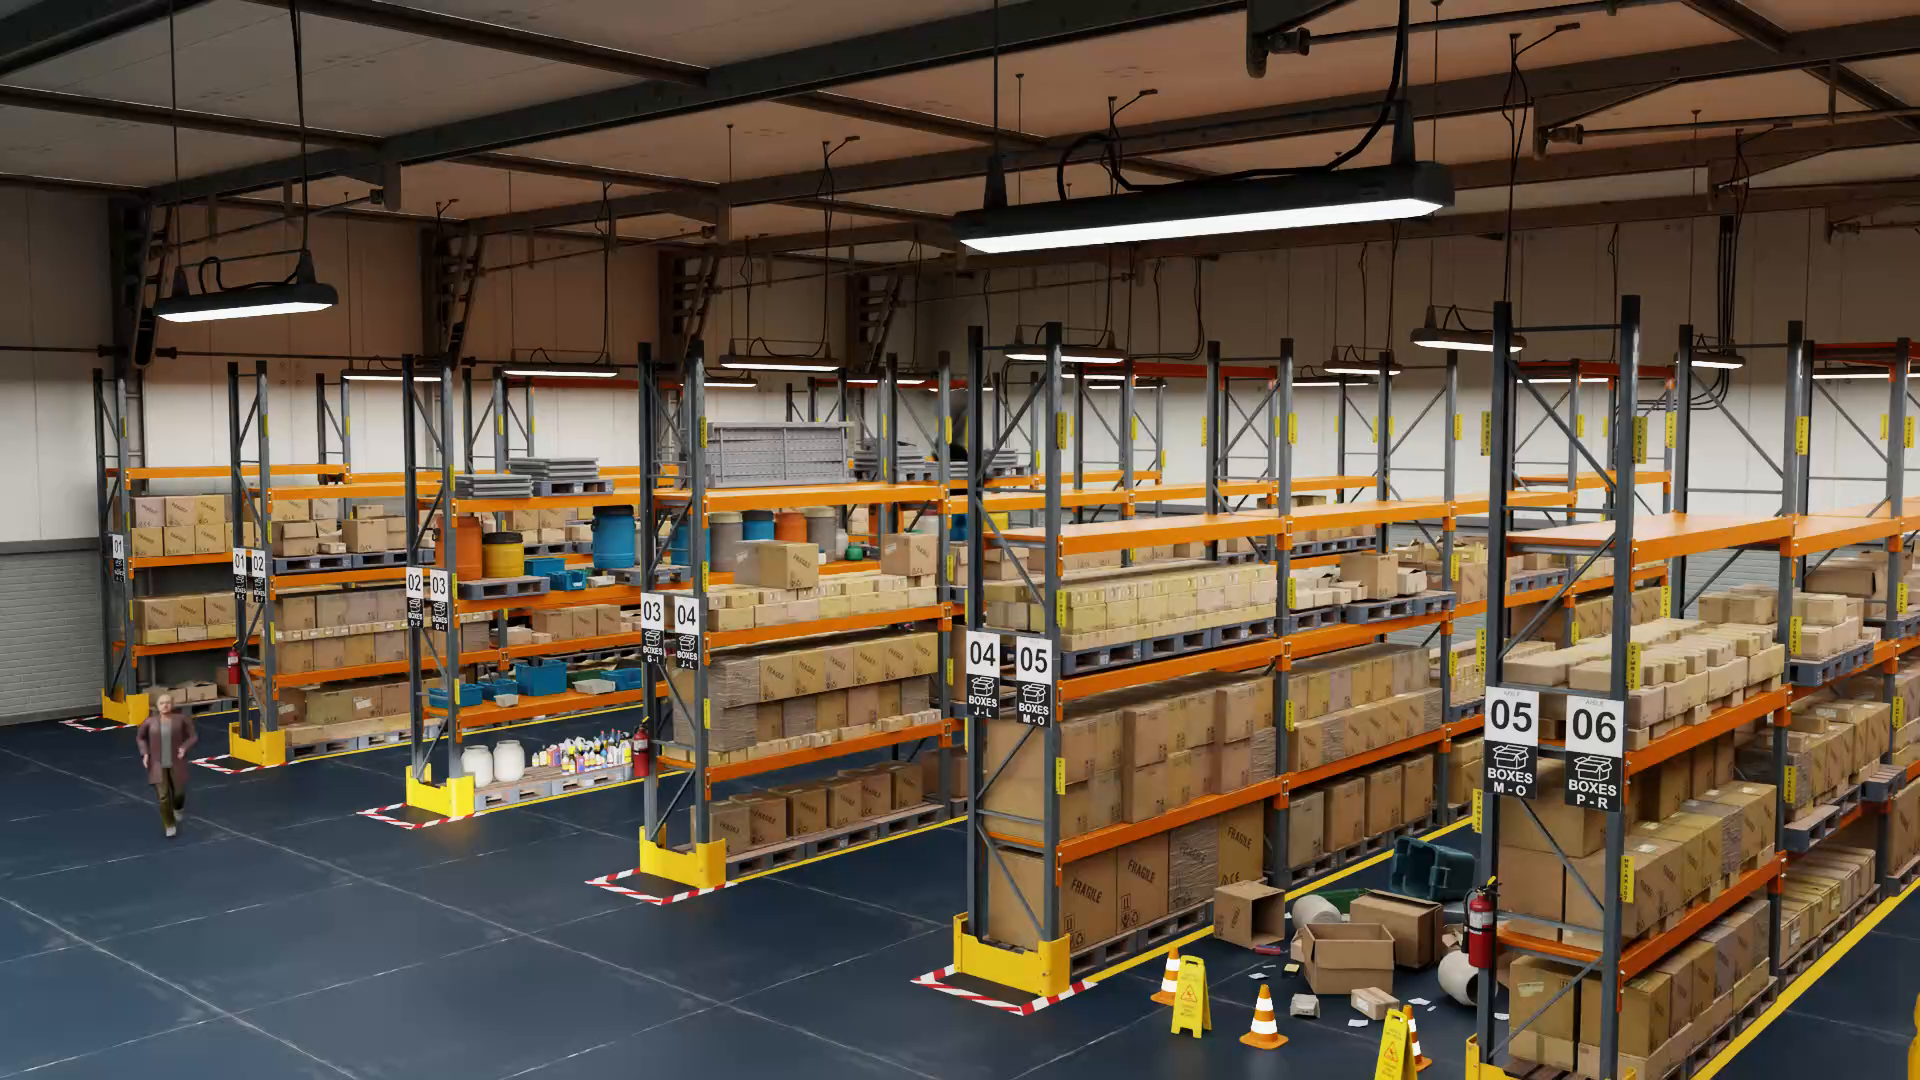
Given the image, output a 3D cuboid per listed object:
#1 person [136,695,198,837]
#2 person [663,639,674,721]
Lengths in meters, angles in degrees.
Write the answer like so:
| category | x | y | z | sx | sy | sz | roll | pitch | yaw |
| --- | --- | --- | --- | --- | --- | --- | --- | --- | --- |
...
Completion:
| category | x | y | z | sx | sy | sz | roll | pitch | yaw |
| --- | --- | --- | --- | --- | --- | --- | --- | --- | --- |
| person | -9.841 | 2.776 | 20.647 | 0.704 | 1.735 | 0.724 | -2 | 5 | -23 |
| person | -4.937 | 2.236 | 27.957 | 0.686 | 1.836 | 0.743 | 4 | 6 | 44 |
